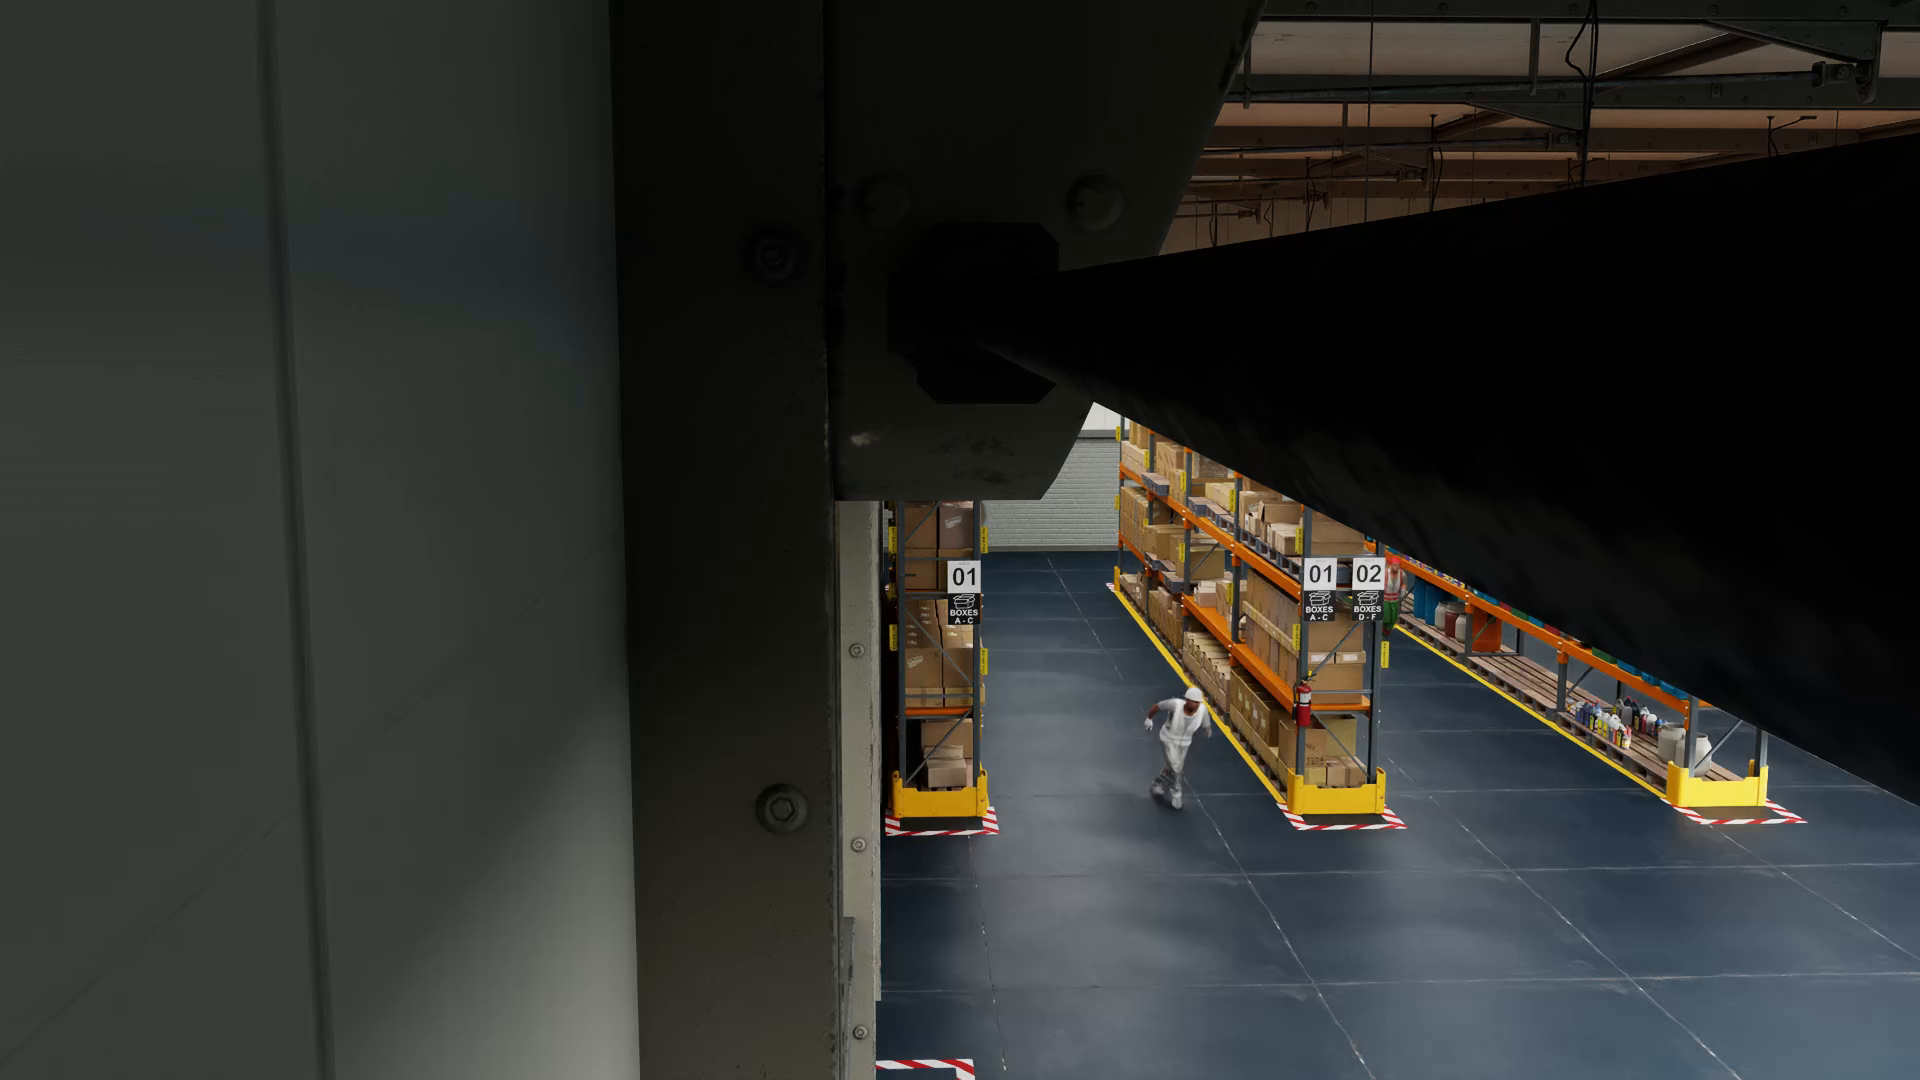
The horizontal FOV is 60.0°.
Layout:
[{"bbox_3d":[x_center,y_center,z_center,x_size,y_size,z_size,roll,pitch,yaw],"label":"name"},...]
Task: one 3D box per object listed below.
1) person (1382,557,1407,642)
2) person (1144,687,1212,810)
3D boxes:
[{"bbox_3d":[7.838,1.131,30.419,0.646,1.706,0.742,-3,9,-17],"label":"person"},{"bbox_3d":[2.746,2.548,20.858,0.672,1.566,1.128,-3,9,-21],"label":"person"}]
